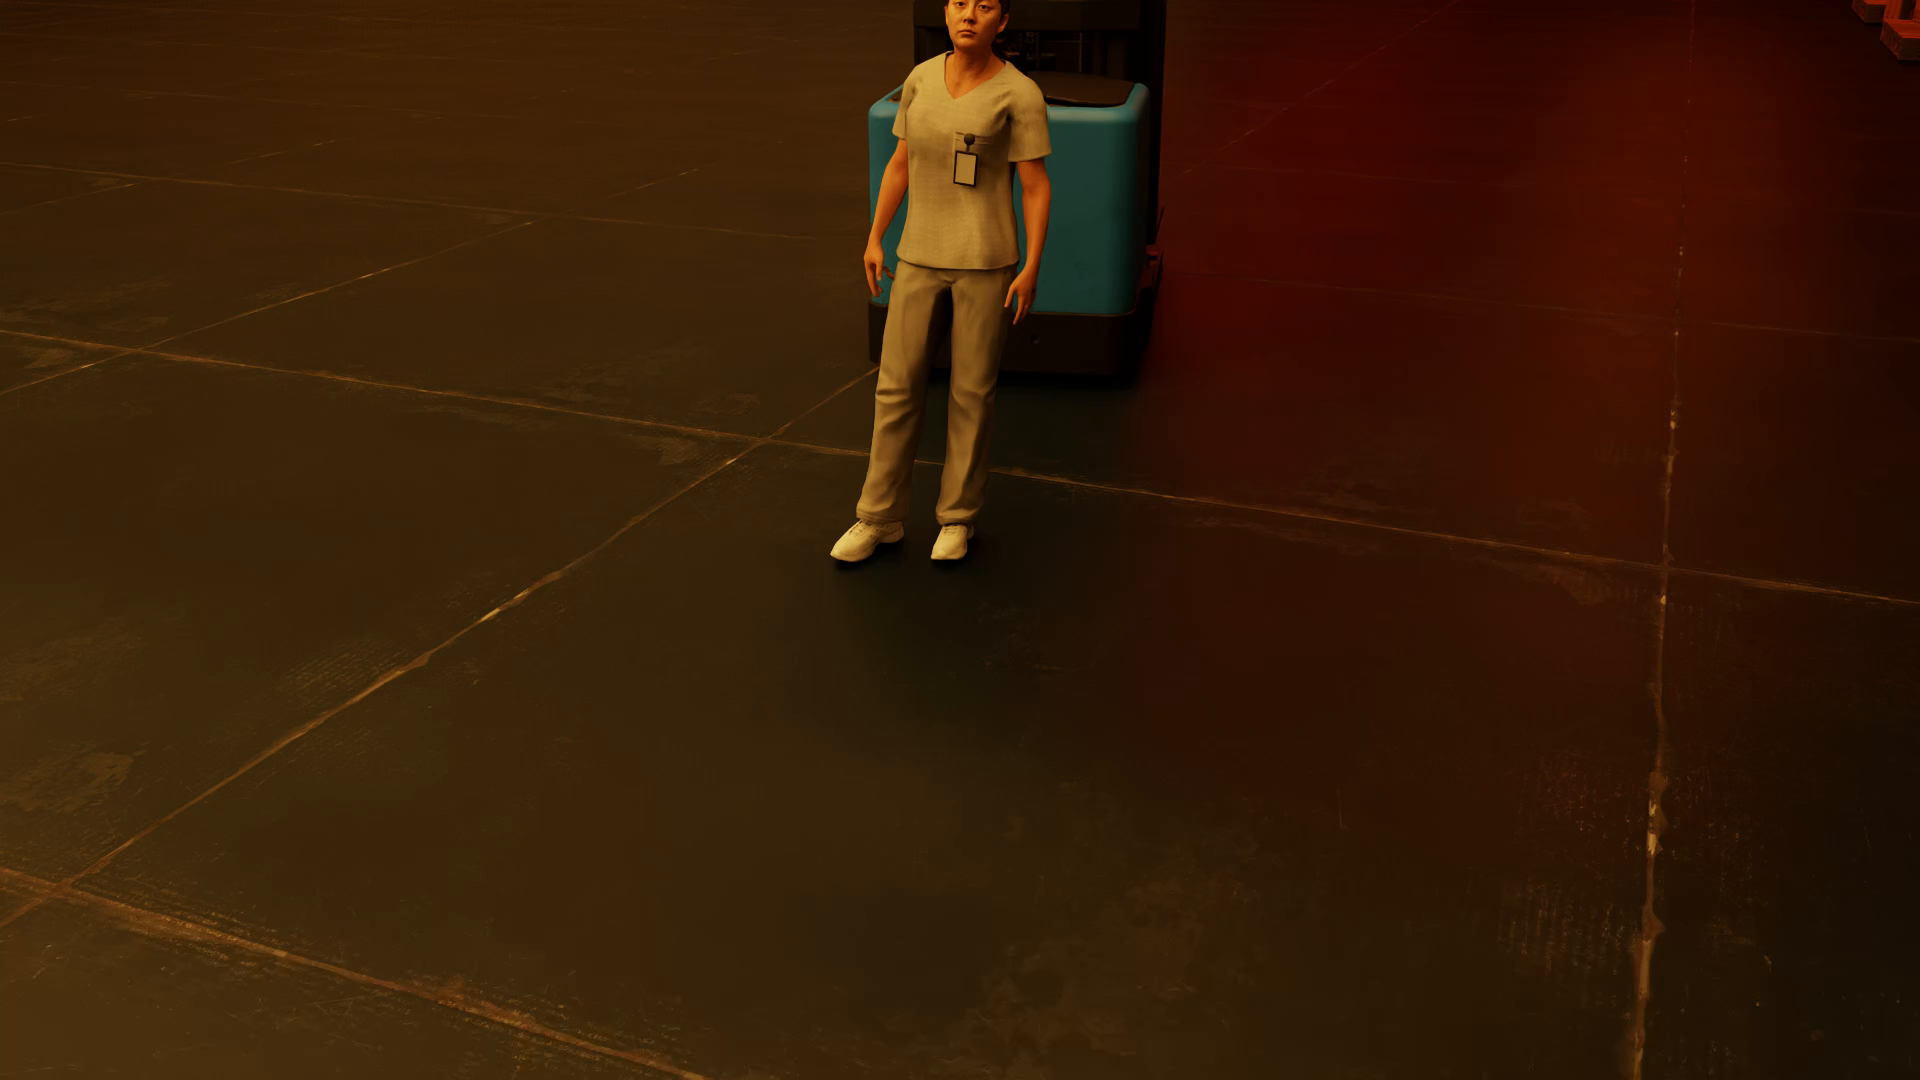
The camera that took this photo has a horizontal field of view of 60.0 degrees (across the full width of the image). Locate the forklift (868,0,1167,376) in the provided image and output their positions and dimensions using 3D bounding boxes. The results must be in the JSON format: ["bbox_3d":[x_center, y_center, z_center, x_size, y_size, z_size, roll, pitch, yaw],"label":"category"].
[{"bbox_3d":[0.383,-2.522,7.326,1.130,2.935,3.031,4,23,8],"label":"forklift"}]

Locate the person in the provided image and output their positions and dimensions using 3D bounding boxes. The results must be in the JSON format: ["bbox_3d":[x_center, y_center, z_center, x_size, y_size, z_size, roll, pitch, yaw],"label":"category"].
[{"bbox_3d":[-0.041,-0.751,4.711,0.549,1.663,0.548,9,24,21],"label":"person"}]
